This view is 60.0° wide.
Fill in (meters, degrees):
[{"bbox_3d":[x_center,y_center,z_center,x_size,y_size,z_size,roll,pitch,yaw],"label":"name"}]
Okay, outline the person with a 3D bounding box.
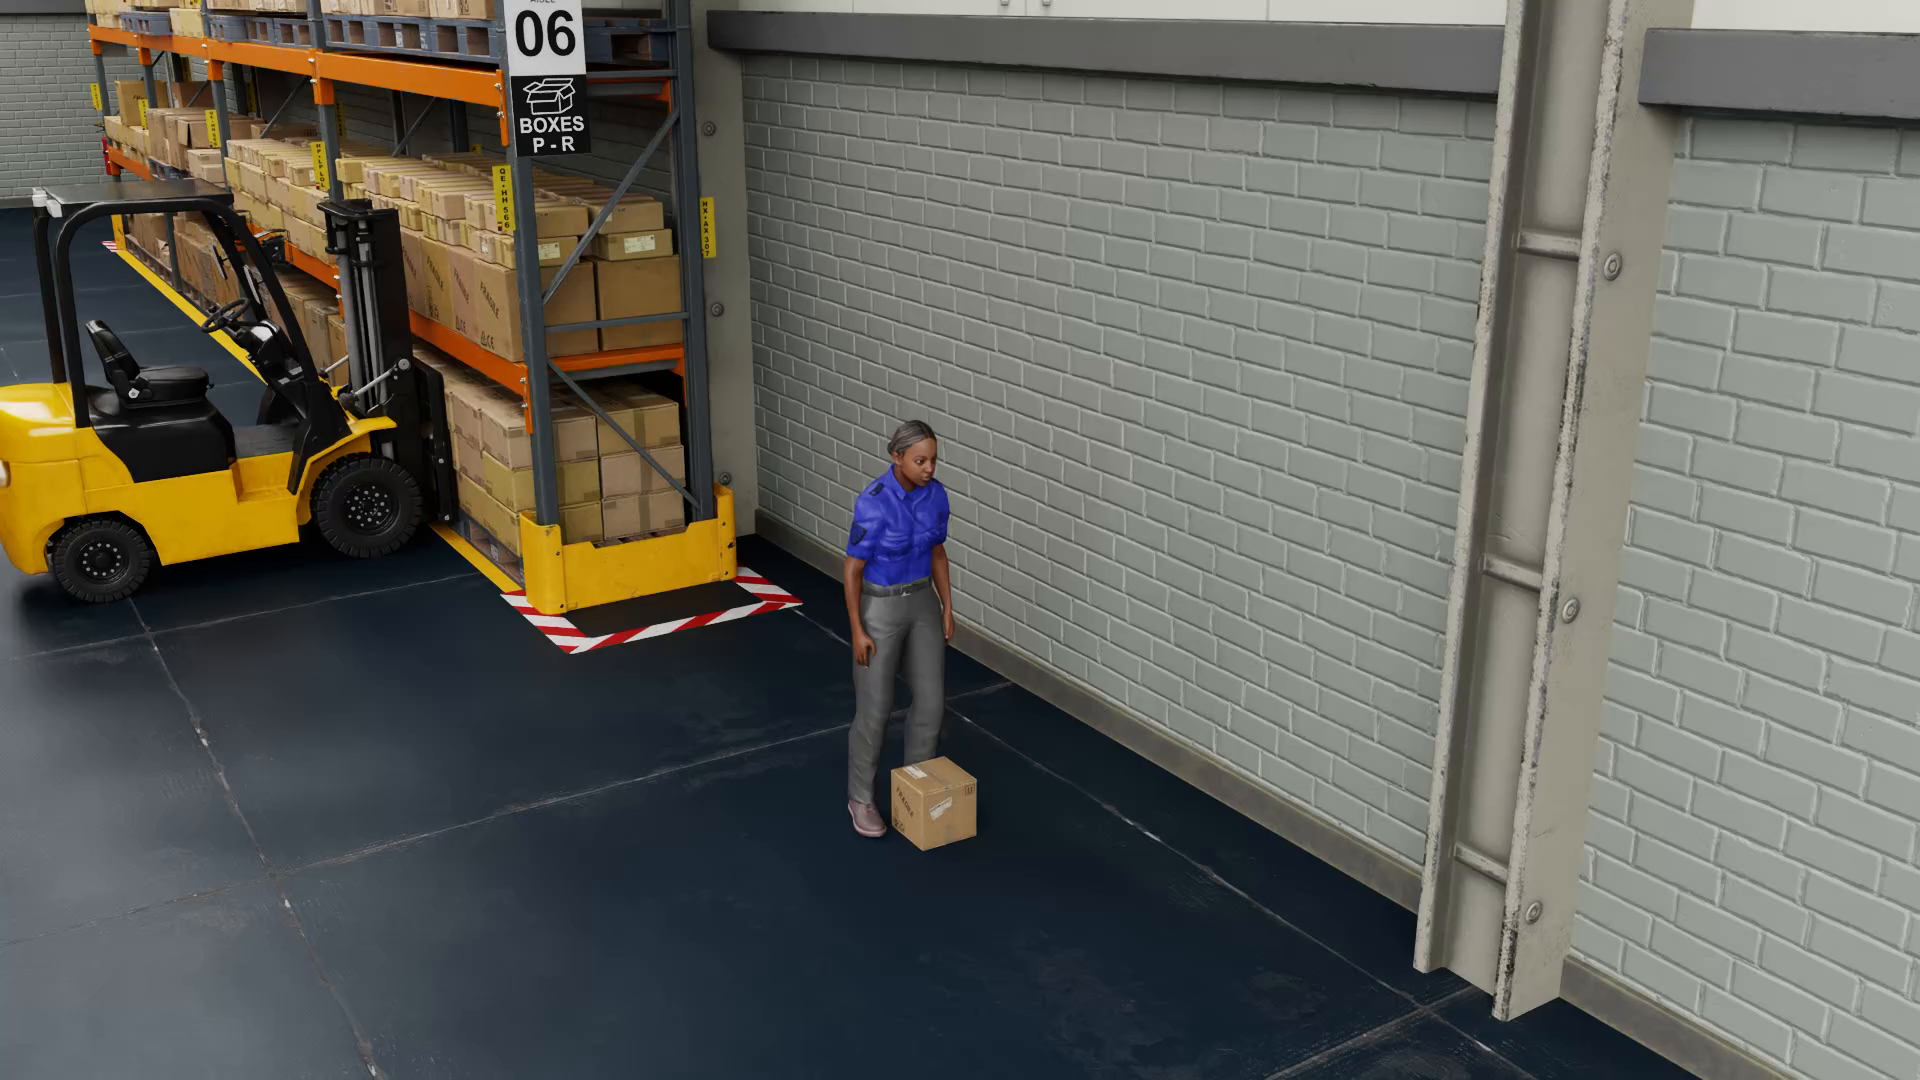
[{"bbox_3d":[-0.223,0.328,6.568,0.532,1.655,0.398,-13,22,-34],"label":"person"}]
